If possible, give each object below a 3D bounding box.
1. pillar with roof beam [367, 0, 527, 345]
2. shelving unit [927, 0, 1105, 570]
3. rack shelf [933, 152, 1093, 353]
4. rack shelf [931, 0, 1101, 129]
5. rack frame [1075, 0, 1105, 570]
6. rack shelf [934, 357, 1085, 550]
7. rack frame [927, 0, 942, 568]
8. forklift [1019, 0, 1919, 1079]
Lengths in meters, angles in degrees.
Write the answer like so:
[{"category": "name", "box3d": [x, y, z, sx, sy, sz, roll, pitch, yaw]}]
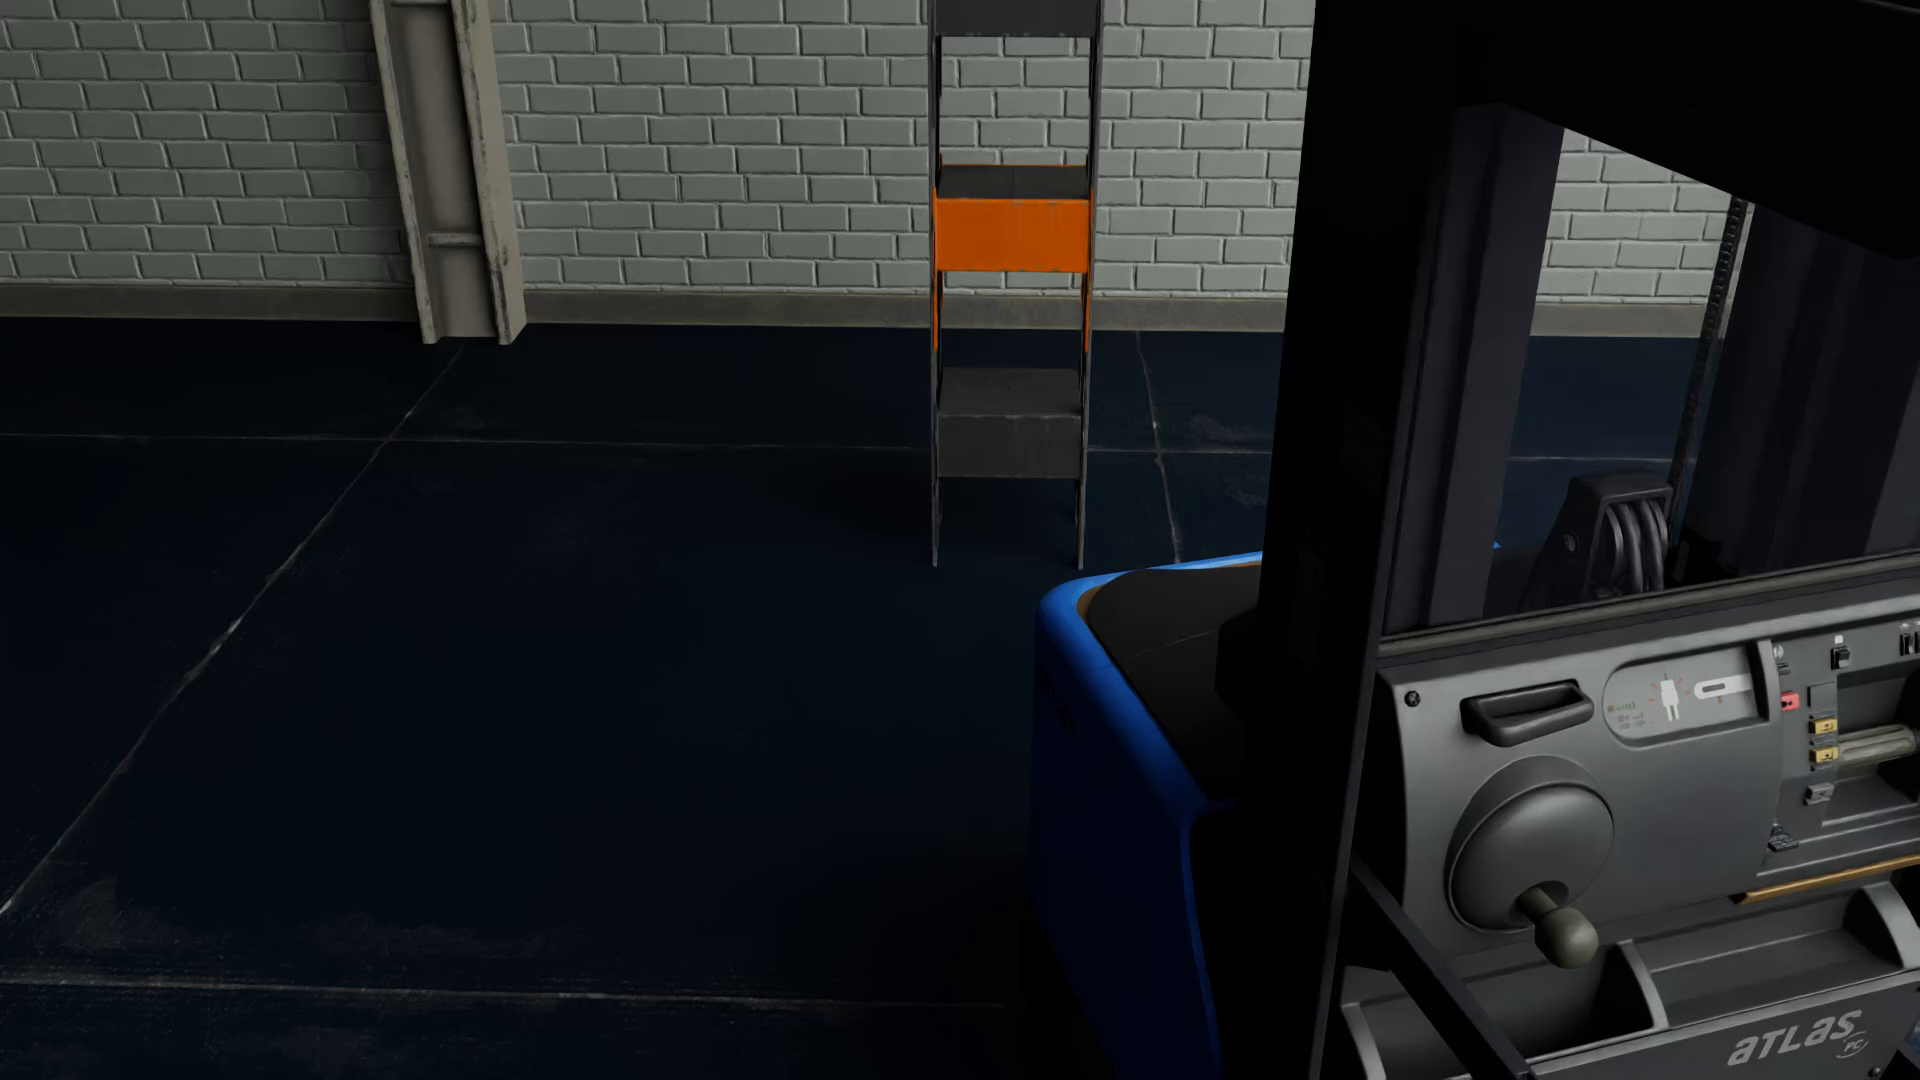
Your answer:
[{"category": "pillar with roof beam", "box3d": [-2.343, -2.905, 1.623, 0.400, 9.000, 9.100, 1, 28, 2]}, {"category": "shelving unit", "box3d": [0.165, -0.925, 5.253, 0.503, 2.100, 0.431, 1, 28, 2]}, {"category": "rack shelf", "box3d": [0.165, -0.913, 5.259, 0.480, 0.518, 0.431, 1, 28, 2]}, {"category": "rack shelf", "box3d": [0.165, -1.531, 4.932, 0.480, 0.518, 0.431, 1, 28, 2]}, {"category": "rack frame", "box3d": [0.409, -0.921, 5.245, 0.015, 2.100, 0.400, 1, 28, 2]}, {"category": "rack shelf", "box3d": [0.165, -0.294, 5.587, 0.480, 0.518, 0.431, 1, 28, 2]}, {"category": "rack frame", "box3d": [-0.078, -0.929, 5.261, 0.015, 2.100, 0.400, 1, 28, 2]}, {"category": "forklift", "box3d": [1.044, 0.334, 1.991, 1.130, 2.935, 3.031, -8, 29, -15]}]
